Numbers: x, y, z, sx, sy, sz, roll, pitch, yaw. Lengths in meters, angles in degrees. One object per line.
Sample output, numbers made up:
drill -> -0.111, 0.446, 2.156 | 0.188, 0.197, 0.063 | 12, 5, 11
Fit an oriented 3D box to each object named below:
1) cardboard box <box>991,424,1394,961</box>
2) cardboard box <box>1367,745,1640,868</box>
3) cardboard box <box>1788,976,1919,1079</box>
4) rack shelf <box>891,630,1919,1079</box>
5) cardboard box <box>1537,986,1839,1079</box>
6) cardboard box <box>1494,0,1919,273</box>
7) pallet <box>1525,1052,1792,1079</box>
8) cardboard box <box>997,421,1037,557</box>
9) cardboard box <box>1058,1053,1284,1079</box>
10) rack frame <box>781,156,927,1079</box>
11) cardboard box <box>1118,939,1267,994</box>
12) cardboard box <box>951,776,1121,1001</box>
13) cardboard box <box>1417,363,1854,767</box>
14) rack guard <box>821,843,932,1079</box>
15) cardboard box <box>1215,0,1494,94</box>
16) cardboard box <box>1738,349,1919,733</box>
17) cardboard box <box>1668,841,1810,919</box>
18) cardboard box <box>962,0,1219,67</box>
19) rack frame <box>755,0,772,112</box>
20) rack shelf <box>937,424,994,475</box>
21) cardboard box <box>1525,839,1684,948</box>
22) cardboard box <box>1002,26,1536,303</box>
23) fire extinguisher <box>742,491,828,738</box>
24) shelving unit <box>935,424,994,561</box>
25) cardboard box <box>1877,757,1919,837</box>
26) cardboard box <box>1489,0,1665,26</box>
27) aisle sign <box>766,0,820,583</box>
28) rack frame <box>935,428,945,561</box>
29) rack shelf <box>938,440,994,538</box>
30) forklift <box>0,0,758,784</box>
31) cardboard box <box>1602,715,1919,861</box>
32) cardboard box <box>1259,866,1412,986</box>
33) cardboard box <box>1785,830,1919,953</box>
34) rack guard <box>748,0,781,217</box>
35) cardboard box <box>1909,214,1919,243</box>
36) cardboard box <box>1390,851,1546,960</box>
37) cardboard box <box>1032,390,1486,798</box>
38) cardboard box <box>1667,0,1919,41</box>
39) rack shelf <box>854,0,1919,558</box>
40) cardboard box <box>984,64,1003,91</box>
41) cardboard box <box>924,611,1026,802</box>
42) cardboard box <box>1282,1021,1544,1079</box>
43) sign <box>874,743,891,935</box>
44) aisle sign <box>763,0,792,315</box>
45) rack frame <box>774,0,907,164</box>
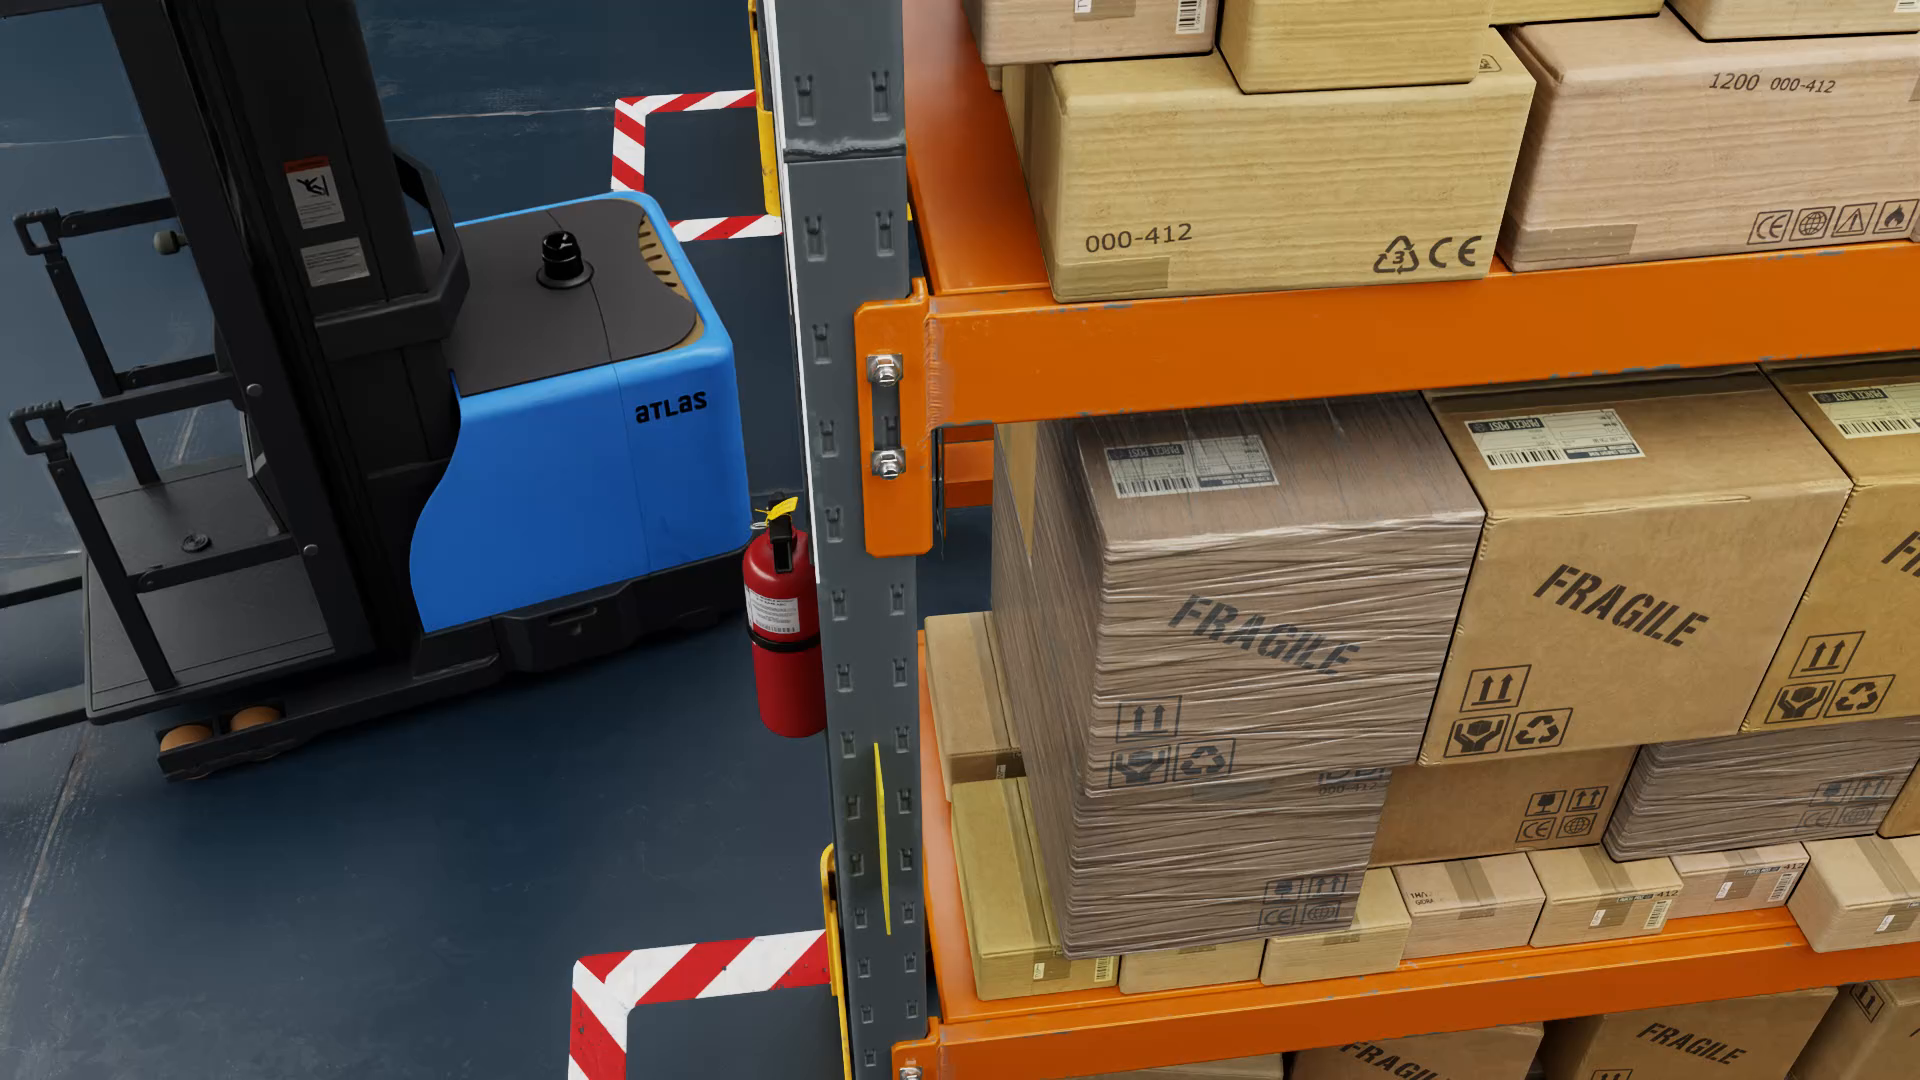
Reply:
cardboard box -> 0.367, 0.215, 2.975 | 0.500, 0.500, 0.875 | -5, 42, -6
cardboard box -> 0.847, 0.092, 3.112 | 0.500, 0.500, 0.875 | -5, 42, -6
cardboard box -> 2.210, 0.986, 3.970 | 0.500, 0.500, 0.500 | -9, 43, -9
rack shelf -> 1.801, 0.486, 3.509 | 4.000, 0.370, 1.077 | -5, 42, -6
cardboard box -> 1.651, 1.005, 3.949 | 0.500, 0.500, 0.500 | -1, 42, -2
cardboard box -> 0.840, -0.585, 2.031 | 0.500, 0.250, 0.500 | -6, 42, -6
pallet -> 1.911, 1.270, 4.184 | 1.213, 0.211, 1.003 | -5, 42, -6
cardboard box -> 0.331, -0.338, 2.842 | 0.500, 0.500, 0.500 | -5, 42, -6
cardboard box -> 0.439, 1.121, 3.820 | 0.500, 0.500, 0.500 | 2, 42, 2
rack frame -> -0.182, 0.392, 3.076 | 0.127, 3.000, 1.000 | -5, 42, -6
cardboard box -> 0.382, 0.610, 3.022 | 0.250, 0.149, 0.380 | -5, 42, -6
cardboard box -> 0.132, 0.619, 3.012 | 0.250, 0.149, 0.380 | -5, 42, -6
cardboard box -> 0.896, -0.032, 2.503 | 0.500, 0.500, 0.500 | -5, 42, -6
rack guard -> -0.107, 1.314, 3.920 | 0.348, 0.500, 1.175 | -5, 42, -6
cardboard box -> 0.391, -0.643, 1.798 | 0.250, 0.149, 0.380 | -4, 42, -5
cardboard box -> 1.391, -0.076, 2.552 | 0.500, 0.500, 0.500 | -5, 42, -6
cardboard box -> 1.370, 0.506, 3.137 | 0.250, 0.149, 0.380 | -5, 42, -6
cardboard box -> 0.121, -0.684, 1.844 | 0.250, 0.149, 0.380 | -5, 42, -6
rack frame -> -0.824, -2.897, 6.722 | 0.127, 3.000, 1.000 | -5, 42, -6
rack shelf -> 0.053, -0.387, 5.411 | 0.240, 0.259, 0.215 | -5, 42, -6
cardboard box -> 1.126, 0.546, 3.093 | 0.250, 0.149, 0.380 | -5, 42, -6
cardboard box -> 0.329, -0.536, 1.977 | 0.500, 0.250, 0.500 | -4, 42, -4
fire extinguisher -> -0.355, 0.125, 3.430 | 0.183, 0.674, 0.296 | -5, 42, -6
shelving unit -> 0.053, -0.394, 5.404 | 0.252, 1.050, 0.215 | -5, 42, -6
cardboard box -> 1.846, 0.042, 3.168 | 0.500, 0.500, 0.875 | -5, 42, -6
cardboard box -> 0.625, -0.746, 1.913 | 0.250, 0.149, 0.380 | -6, 42, -6
aisle sign -> -0.204, -0.368, 1.978 | 0.004, 0.787, 0.394 | -5, 42, -6
rack frame -> -0.068, -0.384, 5.392 | 0.008, 1.050, 0.200 | -5, 42, -6
rack shelf -> 0.053, -0.180, 5.597 | 0.240, 0.259, 0.215 | -5, 42, -6
forklift -> -2.215, -0.778, 4.424 | 3.031, 2.935, 1.130 | -15, 44, -16
cardboard box -> 1.349, 0.077, 3.128 | 0.500, 0.500, 0.875 | -5, 42, -6
cardboard box -> 0.632, 0.598, 3.035 | 0.250, 0.149, 0.380 | -5, 42, -6
cardboard box -> 1.632, 0.553, 3.085 | 0.250, 0.149, 0.380 | -5, 42, -6
rack guard -> -0.755, -2.007, 7.602 | 0.348, 0.500, 1.175 | -5, 42, -6
cardboard box -> 1.332, -0.625, 2.076 | 0.500, 0.250, 0.500 | -5, 42, -6
cardboard box -> 0.877, 0.563, 3.074 | 0.250, 0.149, 0.380 | -5, 42, -6
cardboard box -> 0.399, 0.007, 2.460 | 0.500, 0.500, 0.500 | -5, 42, -6
cardboard box -> 0.905, -0.723, 1.886 | 0.250, 0.149, 0.380 | -3, 42, -4
rack shelf -> 1.801, -0.628, 2.504 | 4.000, 0.370, 1.077 | -5, 42, -6
cardboard box -> 0.263, -0.876, 2.355 | 0.500, 0.250, 0.500 | -4, 42, -5
cardboard box -> 0.074, 0.324, 3.339 | 0.250, 0.149, 0.380 | -5, 42, -6
cardboard box -> 1.028, 1.047, 3.903 | 0.500, 0.500, 0.500 | 5, 42, 6
sign -> -0.111, 0.431, 2.386 | 0.005, 0.325, 0.100 | -5, 42, -6
aisle sign -> -0.282, -0.767, 2.420 | 0.004, 0.787, 0.394 | -5, 42, -6
rack frame -> -0.182, -1.835, 1.066 | 0.127, 3.000, 1.000 | -5, 42, -6
